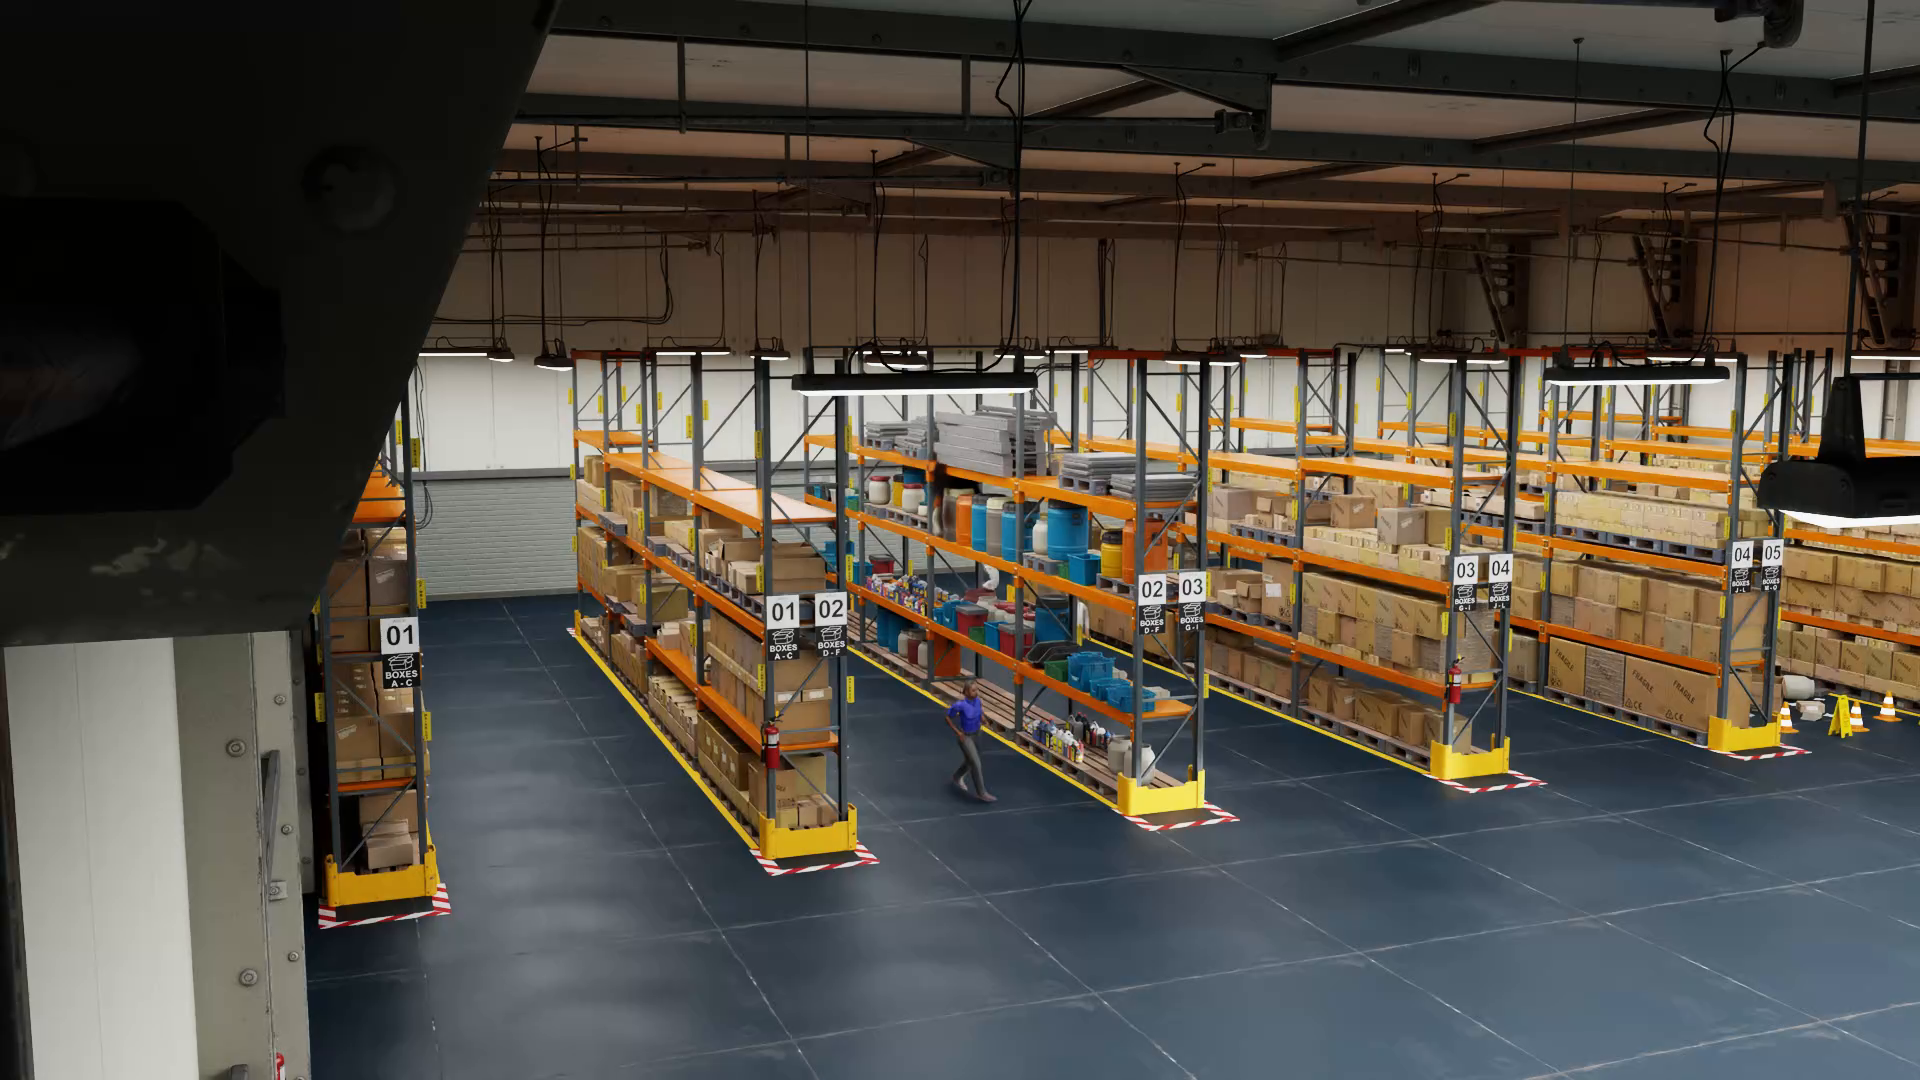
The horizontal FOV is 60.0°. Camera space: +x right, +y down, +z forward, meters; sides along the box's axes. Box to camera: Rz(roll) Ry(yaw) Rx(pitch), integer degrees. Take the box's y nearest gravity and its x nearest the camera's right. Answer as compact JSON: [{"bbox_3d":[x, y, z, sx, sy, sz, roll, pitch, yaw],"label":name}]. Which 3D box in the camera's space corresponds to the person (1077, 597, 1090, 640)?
[{"bbox_3d":[2.044,1.683,30.486,0.651,1.716,0.736,-1,7,-9],"label":"person"}]

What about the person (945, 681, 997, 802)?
[{"bbox_3d":[0.108,2.702,22.580,0.881,1.623,0.570,6,9,40],"label":"person"}]

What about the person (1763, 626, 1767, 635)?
[{"bbox_3d":[16.151,1.274,33.985,0.608,1.660,0.870,-3,8,-24],"label":"person"}]

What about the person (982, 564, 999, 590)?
[{"bbox_3d":[0.719,0.568,39.266,0.554,1.690,0.743,2,7,13],"label":"person"}]
